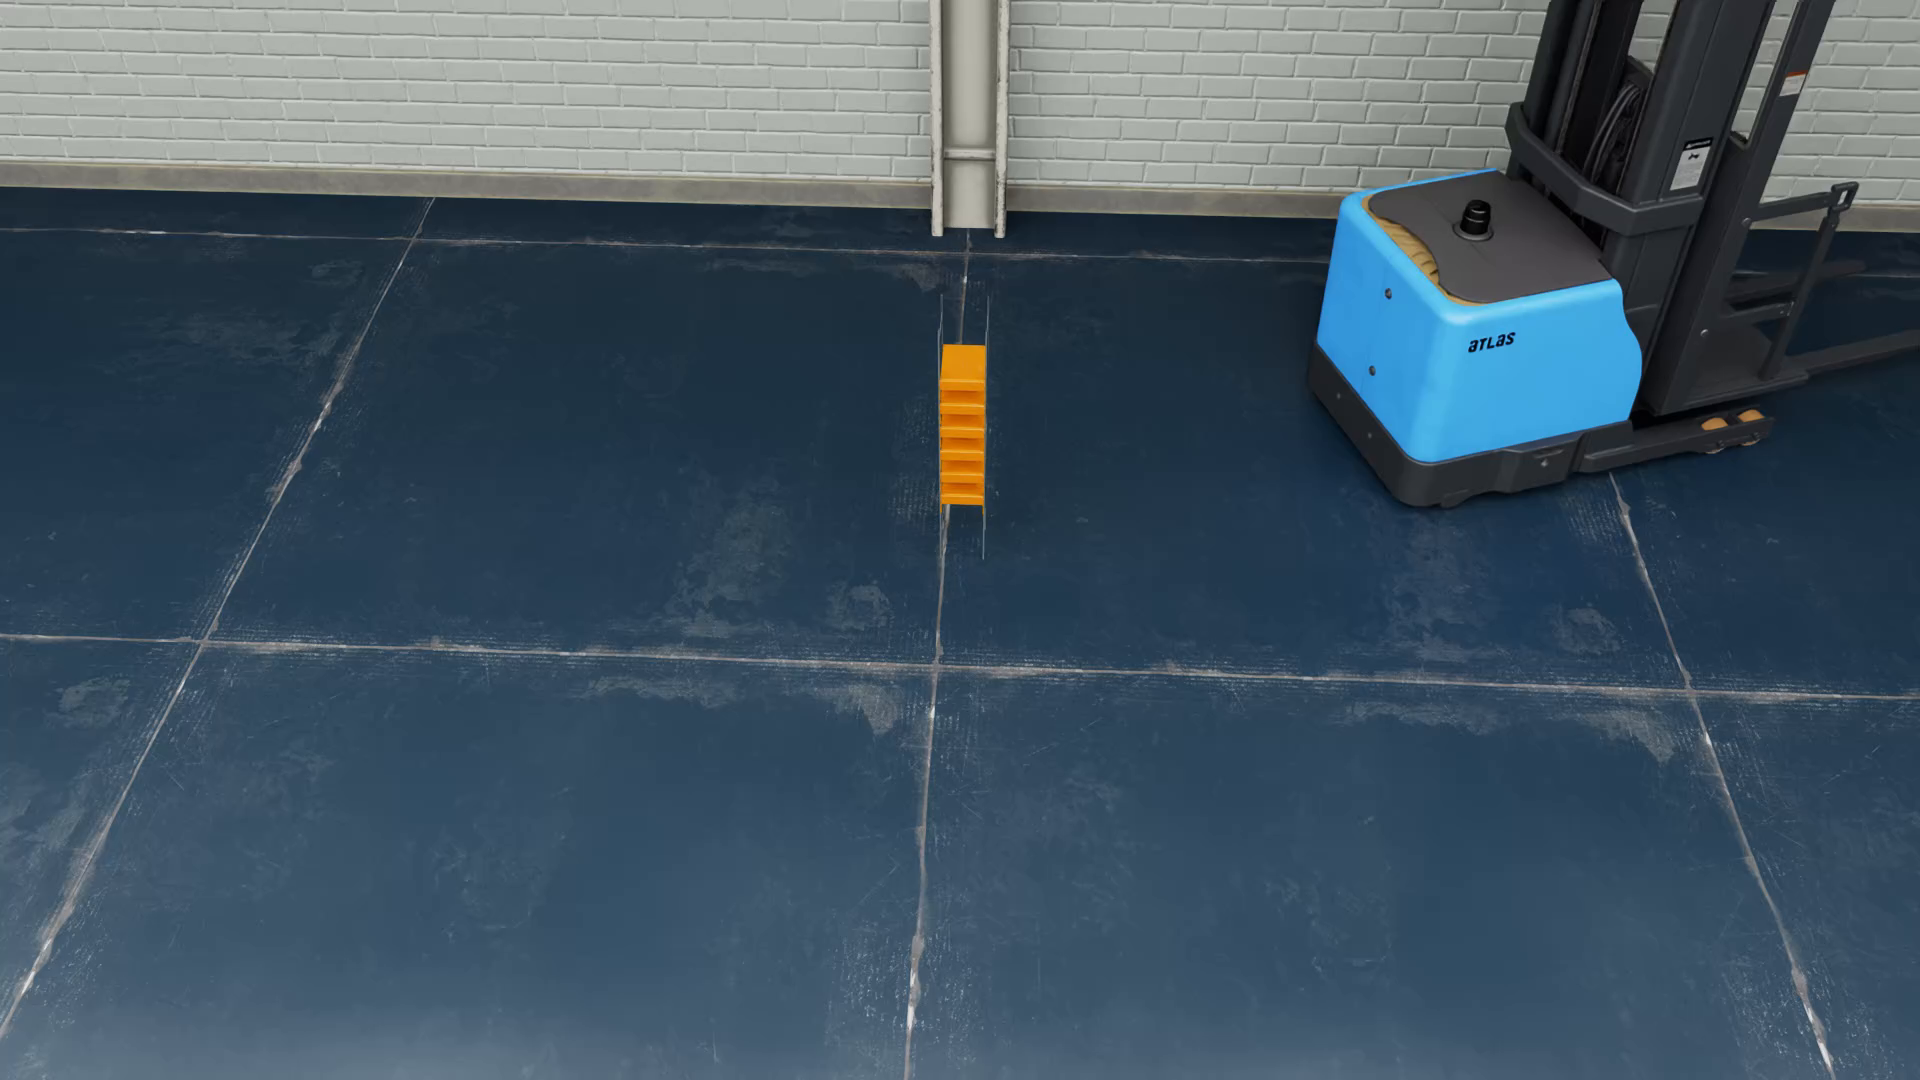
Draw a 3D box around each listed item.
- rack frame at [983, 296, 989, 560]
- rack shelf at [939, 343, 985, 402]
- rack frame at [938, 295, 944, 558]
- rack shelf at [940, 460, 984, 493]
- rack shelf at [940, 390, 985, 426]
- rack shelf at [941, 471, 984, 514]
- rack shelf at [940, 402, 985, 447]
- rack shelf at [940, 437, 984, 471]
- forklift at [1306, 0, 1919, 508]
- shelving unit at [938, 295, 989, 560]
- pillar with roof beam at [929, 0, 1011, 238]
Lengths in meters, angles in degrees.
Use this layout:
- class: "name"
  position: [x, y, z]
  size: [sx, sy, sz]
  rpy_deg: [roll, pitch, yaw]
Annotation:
- class: "rack frame"
  position: [0.106, -0.436, 6.838]
  size: [0.006, 1.200, 0.240]
  rpy_deg: [2, 43, 2]
- class: "rack shelf"
  position: [0.014, -0.669, 6.625]
  size: [0.180, 0.103, 0.258]
  rpy_deg: [2, 43, 2]
- class: "rack frame"
  position: [-0.077, -0.441, 6.844]
  size: [0.006, 1.200, 0.240]
  rpy_deg: [2, 43, 2]
- class: "rack shelf"
  position: [0.014, -0.318, 6.953]
  size: [0.180, 0.103, 0.258]
  rpy_deg: [2, 43, 2]
- class: "rack shelf"
  position: [0.014, -0.582, 6.707]
  size: [0.180, 0.103, 0.258]
  rpy_deg: [2, 43, 2]
- class: "rack shelf"
  position: [0.014, -0.230, 7.034]
  size: [0.180, 0.103, 0.258]
  rpy_deg: [2, 43, 2]
- class: "rack shelf"
  position: [0.014, -0.494, 6.789]
  size: [0.180, 0.103, 0.258]
  rpy_deg: [2, 43, 2]
- class: "rack shelf"
  position: [0.014, -0.406, 6.871]
  size: [0.180, 0.103, 0.258]
  rpy_deg: [2, 43, 2]
- class: "forklift"
  position: [3.233, -1.802, 7.034]
  size: [3.031, 2.935, 1.130]
  rpy_deg: [-12, 44, -13]
- class: "shelving unit"
  position: [0.014, -0.439, 6.841]
  size: [0.189, 1.200, 0.258]
  rpy_deg: [2, 43, 2]
- class: "pillar with roof beam"
  position: [-0.141, -2.110, 2.913]
  size: [0.400, 9.000, 9.100]
  rpy_deg: [2, 43, 2]
